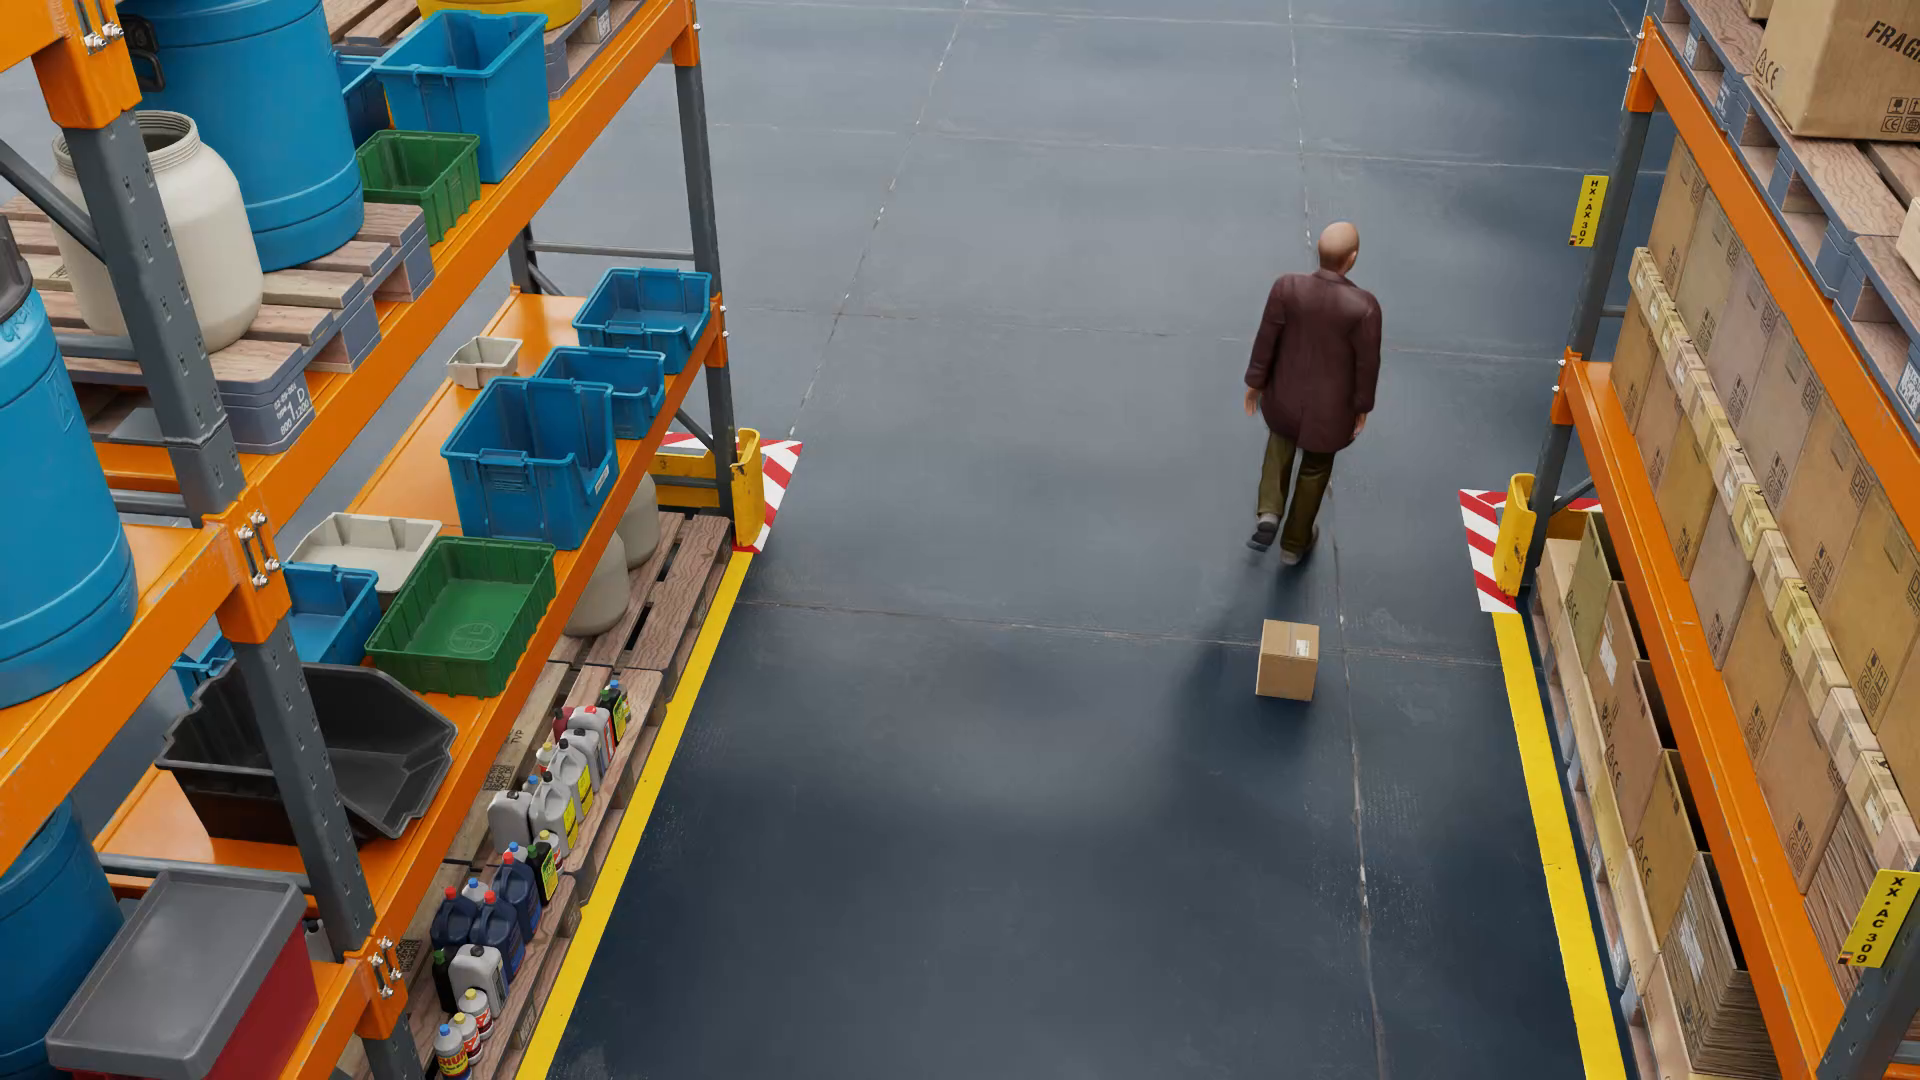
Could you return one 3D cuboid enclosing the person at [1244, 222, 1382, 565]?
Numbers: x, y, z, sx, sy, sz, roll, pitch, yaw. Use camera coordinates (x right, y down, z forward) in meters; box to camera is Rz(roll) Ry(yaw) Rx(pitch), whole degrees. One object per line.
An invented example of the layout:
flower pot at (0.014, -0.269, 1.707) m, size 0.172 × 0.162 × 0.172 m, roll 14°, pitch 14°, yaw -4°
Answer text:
person at (1.689, -0.694, 7.993) m, size 0.630 × 1.808 × 0.485 m, roll 17°, pitch 39°, yaw 23°
